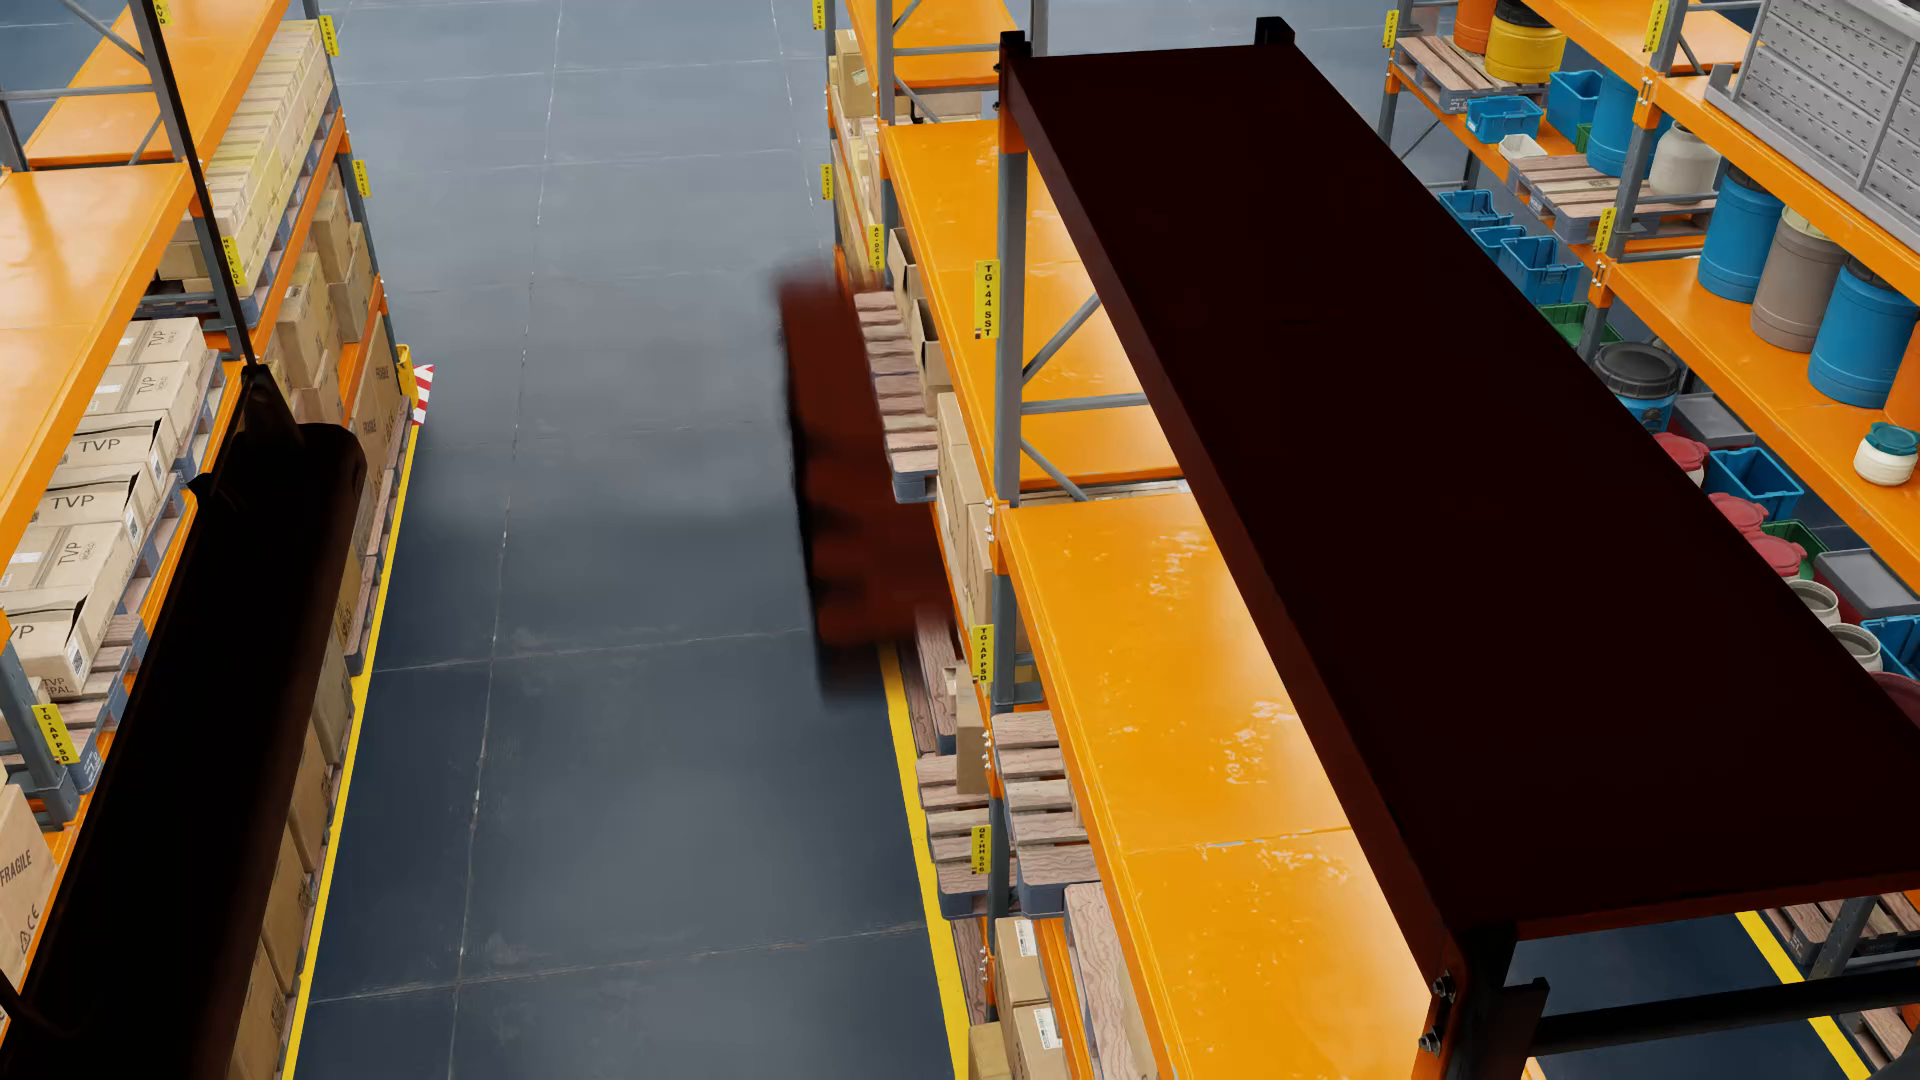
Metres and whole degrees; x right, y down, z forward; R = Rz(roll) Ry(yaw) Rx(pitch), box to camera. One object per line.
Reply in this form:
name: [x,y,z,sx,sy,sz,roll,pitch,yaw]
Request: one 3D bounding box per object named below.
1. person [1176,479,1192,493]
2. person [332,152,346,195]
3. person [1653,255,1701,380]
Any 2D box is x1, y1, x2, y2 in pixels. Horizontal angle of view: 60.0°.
person: [1.573,-0.359,11.948,0.584,1.713,0.973,-14,39,-18]
person: [-6.601,-3.836,17.174,0.624,1.769,0.892,-7,37,-9]
person: [6.500,-2.056,14.790,0.593,1.708,0.955,0,36,0]
